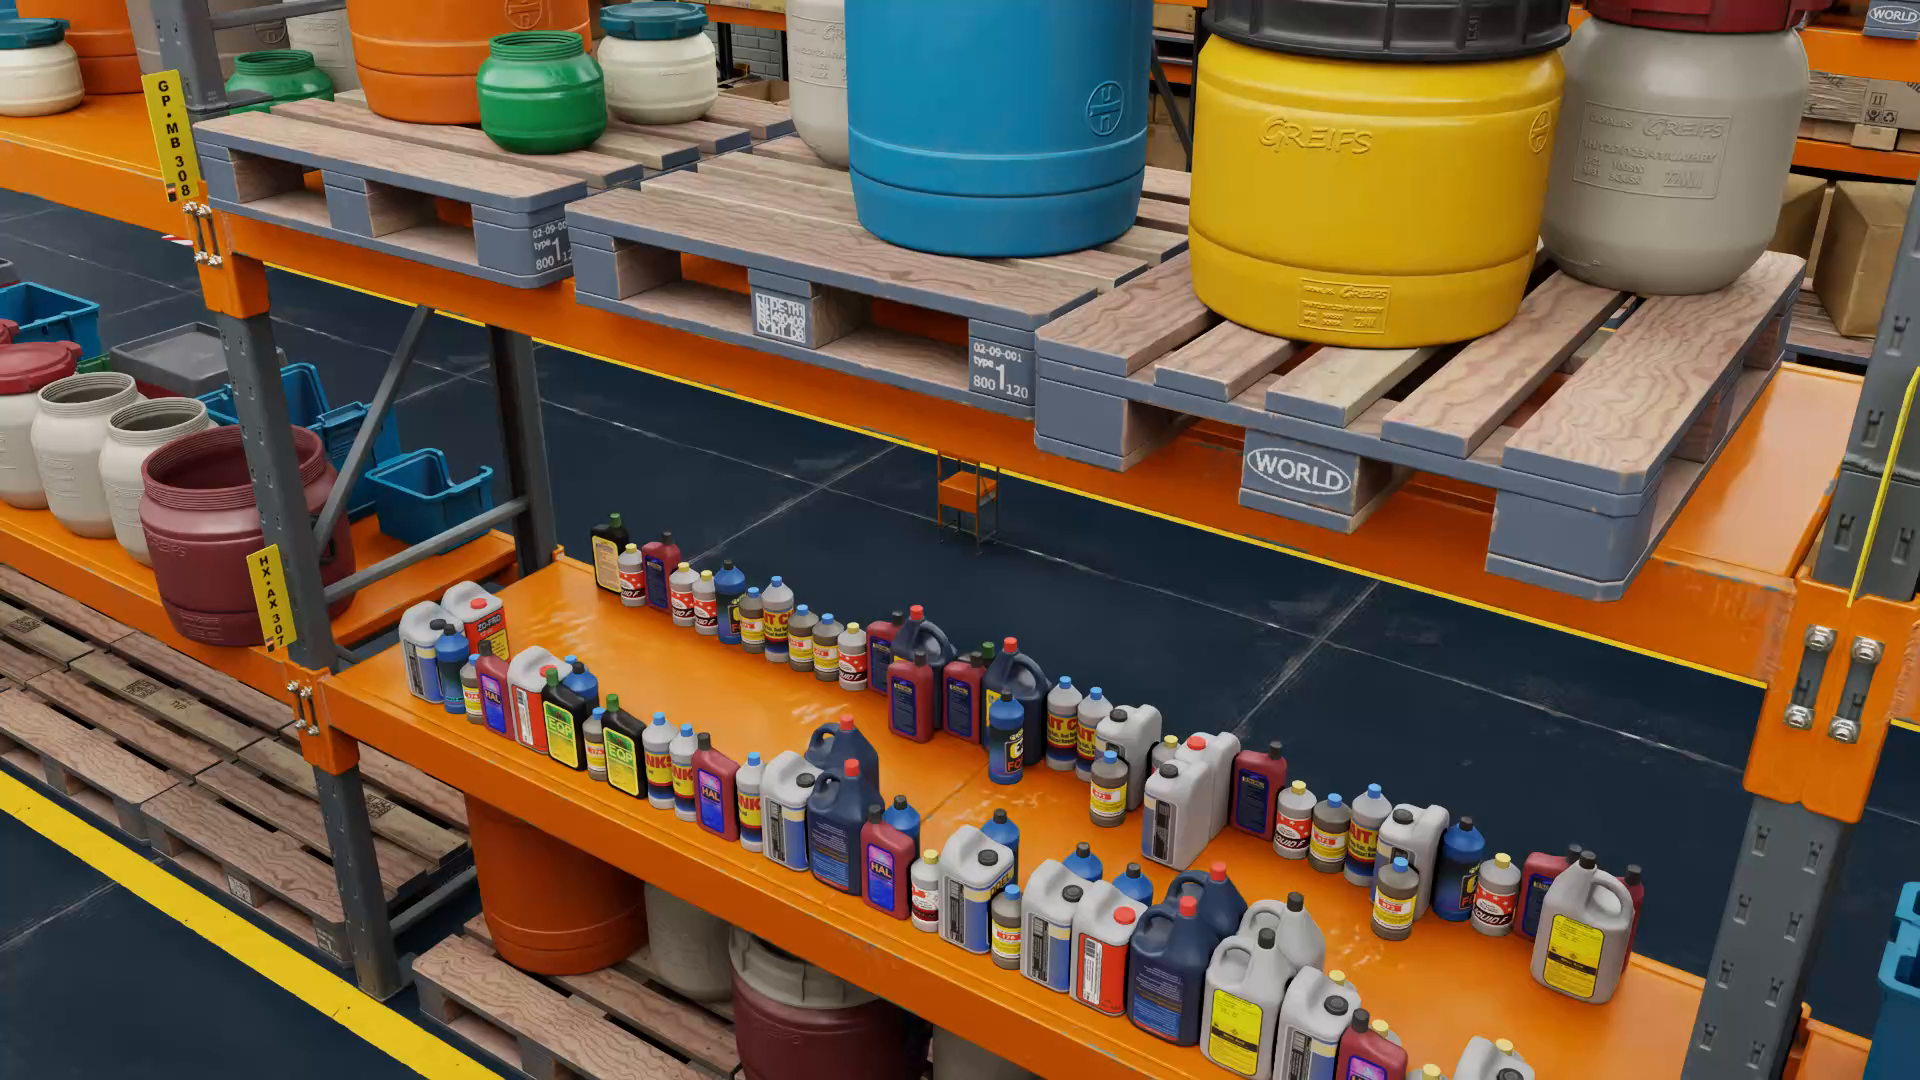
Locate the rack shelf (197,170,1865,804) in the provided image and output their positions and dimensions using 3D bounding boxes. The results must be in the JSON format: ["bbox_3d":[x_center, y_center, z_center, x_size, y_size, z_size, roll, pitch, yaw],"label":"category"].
[{"bbox_3d":[-0.080,-0.463,3.838,4.000,0.370,1.077,17,32,30],"label":"rack shelf"}]

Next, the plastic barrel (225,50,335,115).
[{"bbox_3d":[-1.961,-1.272,4.806,0.294,0.245,0.294,0,27,0],"label":"plastic barrel"}]

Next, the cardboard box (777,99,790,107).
[{"bbox_3d":[-0.748,-2.415,10.079,0.500,0.500,0.500,17,32,30],"label":"cardboard box"}]

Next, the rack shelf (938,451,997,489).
[{"bbox_3d":[0.044,-0.445,8.490,0.240,0.259,0.215,17,32,30],"label":"rack shelf"}]

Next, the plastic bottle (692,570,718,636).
[{"bbox_3d":[-0.799,0.194,5.281,0.097,0.201,0.097,0,27,0],"label":"plastic bottle"}]

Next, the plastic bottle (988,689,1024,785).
[{"bbox_3d":[0.126,0.530,4.544,0.097,0.271,0.097,0,27,0],"label":"plastic bottle"}]

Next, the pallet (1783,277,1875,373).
[{"bbox_3d":[3.779,-0.944,7.510,1.213,0.211,1.003,17,32,30],"label":"pallet"}]

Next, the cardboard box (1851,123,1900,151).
[{"bbox_3d":[6.078,-2.700,11.003,0.250,0.149,0.380,17,32,30],"label":"cardboard box"}]

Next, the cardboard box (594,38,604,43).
[{"bbox_3d":[-2.330,-3.313,11.128,0.250,0.149,0.380,17,32,30],"label":"cardboard box"}]

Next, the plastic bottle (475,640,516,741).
[{"bbox_3d":[-1.310,0.425,4.736,0.133,0.283,0.061,17,32,30],"label":"plastic bottle"}]

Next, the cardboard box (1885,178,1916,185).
[{"bbox_3d":[6.568,-1.984,11.249,0.750,0.750,0.750,18,32,31],"label":"cardboard box"}]

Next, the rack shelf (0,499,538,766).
[{"bbox_3d":[-3.377,-0.153,6.537,4.000,0.370,1.077,17,32,30],"label":"rack shelf"}]

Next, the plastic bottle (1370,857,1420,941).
[{"bbox_3d":[1.046,0.852,3.988,0.097,0.201,0.097,0,27,0],"label":"plastic bottle"}]

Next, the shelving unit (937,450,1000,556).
[{"bbox_3d":[0.044,-0.454,8.485,0.252,1.050,0.215,17,32,30],"label":"shelving unit"}]

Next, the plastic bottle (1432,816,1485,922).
[{"bbox_3d":[1.212,0.789,4.035,0.097,0.271,0.097,0,27,0],"label":"plastic bottle"}]

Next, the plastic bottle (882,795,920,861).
[{"bbox_3d":[-0.145,0.750,4.111,0.097,0.271,0.097,0,27,0],"label":"plastic bottle"}]

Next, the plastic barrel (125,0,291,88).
[{"bbox_3d":[-2.283,-1.812,5.144,0.600,0.901,0.600,0,27,0],"label":"plastic barrel"}]

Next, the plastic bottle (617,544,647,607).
[{"bbox_3d":[-1.069,0.109,5.447,0.097,0.201,0.097,0,27,0],"label":"plastic bottle"}]

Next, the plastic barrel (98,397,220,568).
[{"bbox_3d":[-2.698,-0.194,5.701,0.421,0.512,0.421,0,27,0],"label":"plastic barrel"}]

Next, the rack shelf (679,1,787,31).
[{"bbox_3d":[-1.066,-4.884,15.833,4.000,0.370,1.077,17,32,30],"label":"rack shelf"}]

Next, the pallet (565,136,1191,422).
[{"bbox_3d":[-0.070,-0.640,3.602,1.213,0.211,1.003,17,32,30],"label":"pallet"}]

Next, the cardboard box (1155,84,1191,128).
[{"bbox_3d":[1.995,-3.680,14.119,0.500,0.250,0.500,16,31,29],"label":"cardboard box"}]

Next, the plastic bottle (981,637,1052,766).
[{"bbox_3d":[0.158,0.438,4.636,0.185,0.351,0.144,17,32,30],"label":"plastic bottle"}]

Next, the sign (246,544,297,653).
[{"bbox_3d":[-2.035,0.175,4.920,0.005,0.325,0.100,17,32,30],"label":"sign"}]

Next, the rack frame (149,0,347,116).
[{"bbox_3d":[-1.729,-2.634,4.004,0.127,3.000,1.000,17,32,30],"label":"rack frame"}]

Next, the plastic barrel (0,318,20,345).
[{"bbox_3d":[-3.757,-0.532,6.338,0.433,0.535,0.433,0,27,0],"label":"plastic barrel"}]

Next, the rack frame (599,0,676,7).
[{"bbox_3d":[-2.219,-2.838,11.020,0.127,3.000,1.000,17,32,30],"label":"rack frame"}]

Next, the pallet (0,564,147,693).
[{"bbox_3d":[-4.357,0.443,7.647,1.213,0.211,1.003,17,32,30],"label":"pallet"}]

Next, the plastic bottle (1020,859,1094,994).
[{"bbox_3d":[0.233,0.884,3.842,0.135,0.276,0.152,17,32,30],"label":"plastic bottle"}]

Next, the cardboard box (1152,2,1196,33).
[{"bbox_3d":[2.000,-4.485,13.660,0.500,0.500,0.700,23,35,37],"label":"cardboard box"}]

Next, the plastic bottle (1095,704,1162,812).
[{"bbox_3d":[0.448,0.564,4.472,0.135,0.276,0.152,17,32,30],"label":"plastic bottle"}]

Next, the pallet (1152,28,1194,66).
[{"bbox_3d":[2.225,-4.071,13.654,1.213,0.211,1.003,17,32,30],"label":"pallet"}]

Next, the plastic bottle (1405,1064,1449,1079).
[{"bbox_3d":[0.949,1.156,3.391,0.097,0.201,0.097,0,27,0],"label":"plastic bottle"}]

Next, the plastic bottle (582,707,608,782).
[{"bbox_3d":[-0.984,0.554,4.574,0.097,0.201,0.097,0,27,0],"label":"plastic bottle"}]

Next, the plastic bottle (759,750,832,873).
[{"bbox_3d":[-0.412,0.683,4.237,0.135,0.276,0.152,17,32,30],"label":"plastic bottle"}]

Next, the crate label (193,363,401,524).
[{"bbox_3d":[-2.395,-0.332,6.056,0.616,0.435,0.502,17,32,30],"label":"crate label"}]

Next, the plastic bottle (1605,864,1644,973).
[{"bbox_3d":[1.508,0.865,3.871,0.133,0.283,0.061,17,32,30],"label":"plastic bottle"}]

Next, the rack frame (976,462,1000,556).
[{"bbox_3d":[0.145,-0.423,8.423,0.008,1.050,0.200,17,32,30],"label":"rack frame"}]

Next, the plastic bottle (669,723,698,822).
[{"bbox_3d":[-0.713,0.607,4.393,0.097,0.271,0.097,0,27,0],"label":"plastic bottle"}]

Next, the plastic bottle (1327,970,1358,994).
[{"bbox_3d":[0.815,1.030,3.638,0.097,0.201,0.097,0,27,0],"label":"plastic bottle"}]

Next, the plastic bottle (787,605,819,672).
[{"bbox_3d":[-0.478,0.294,5.085,0.097,0.201,0.097,0,27,0],"label":"plastic bottle"}]

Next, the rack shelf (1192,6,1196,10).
[{"bbox_3d":[-0.570,-3.341,9.493,4.000,0.370,1.077,17,32,30],"label":"rack shelf"}]

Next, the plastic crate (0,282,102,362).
[{"bbox_3d":[-3.941,-0.813,7.058,0.575,0.384,0.392,17,32,30],"label":"plastic crate"}]

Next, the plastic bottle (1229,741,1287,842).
[{"bbox_3d":[0.775,0.637,4.319,0.133,0.283,0.061,17,32,30],"label":"plastic bottle"}]

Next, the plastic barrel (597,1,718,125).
[{"bbox_3d":[-0.762,-1.202,4.187,0.301,0.262,0.301,0,27,0],"label":"plastic barrel"}]

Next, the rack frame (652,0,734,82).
[{"bbox_3d":[-2.714,-5.718,16.679,0.127,3.000,1.000,17,32,30],"label":"rack frame"}]

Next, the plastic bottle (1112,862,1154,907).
[{"bbox_3d":[0.399,0.869,3.876,0.097,0.271,0.097,0,27,0],"label":"plastic bottle"}]

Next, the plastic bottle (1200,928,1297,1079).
[{"bbox_3d":[0.625,0.975,3.580,0.185,0.351,0.144,17,32,30],"label":"plastic bottle"}]

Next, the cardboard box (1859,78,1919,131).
[{"bbox_3d":[6.228,-2.974,10.827,0.500,0.500,0.500,18,32,31],"label":"cardboard box"}]

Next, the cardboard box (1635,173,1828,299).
[{"bbox_3d":[3.509,-1.374,7.569,0.500,0.500,0.700,23,35,38],"label":"cardboard box"}]

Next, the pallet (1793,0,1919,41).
[{"bbox_3d":[3.878,-2.231,6.726,1.003,0.211,1.213,17,32,30],"label":"pallet"}]

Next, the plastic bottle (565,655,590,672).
[{"bbox_3d":[-1.119,0.428,4.821,0.097,0.201,0.097,0,27,0],"label":"plastic bottle"}]

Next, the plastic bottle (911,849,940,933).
[{"bbox_3d":[-0.070,0.838,4.014,0.097,0.201,0.097,0,27,0],"label":"plastic bottle"}]

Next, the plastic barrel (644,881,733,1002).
[{"bbox_3d":[-0.800,1.192,5.380,0.421,0.512,0.421,0,27,0],"label":"plastic barrel"}]

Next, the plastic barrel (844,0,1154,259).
[{"bbox_3d":[0.075,-1.061,3.205,0.708,0.901,0.600,17,32,30],"label":"plastic barrel"}]

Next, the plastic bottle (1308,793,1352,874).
[{"bbox_3d":[0.940,0.735,4.217,0.097,0.201,0.097,0,27,0],"label":"plastic bottle"}]

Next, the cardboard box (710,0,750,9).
[{"bbox_3d":[-2.056,-5.288,15.977,0.500,0.250,0.500,16,31,29],"label":"cardboard box"}]

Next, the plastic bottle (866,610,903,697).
[{"bbox_3d":[-0.212,0.330,4.923,0.133,0.283,0.061,17,32,30],"label":"plastic bottle"}]

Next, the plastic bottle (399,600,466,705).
[{"bbox_3d":[-1.555,0.327,4.937,0.135,0.276,0.152,17,32,30],"label":"plastic bottle"}]
